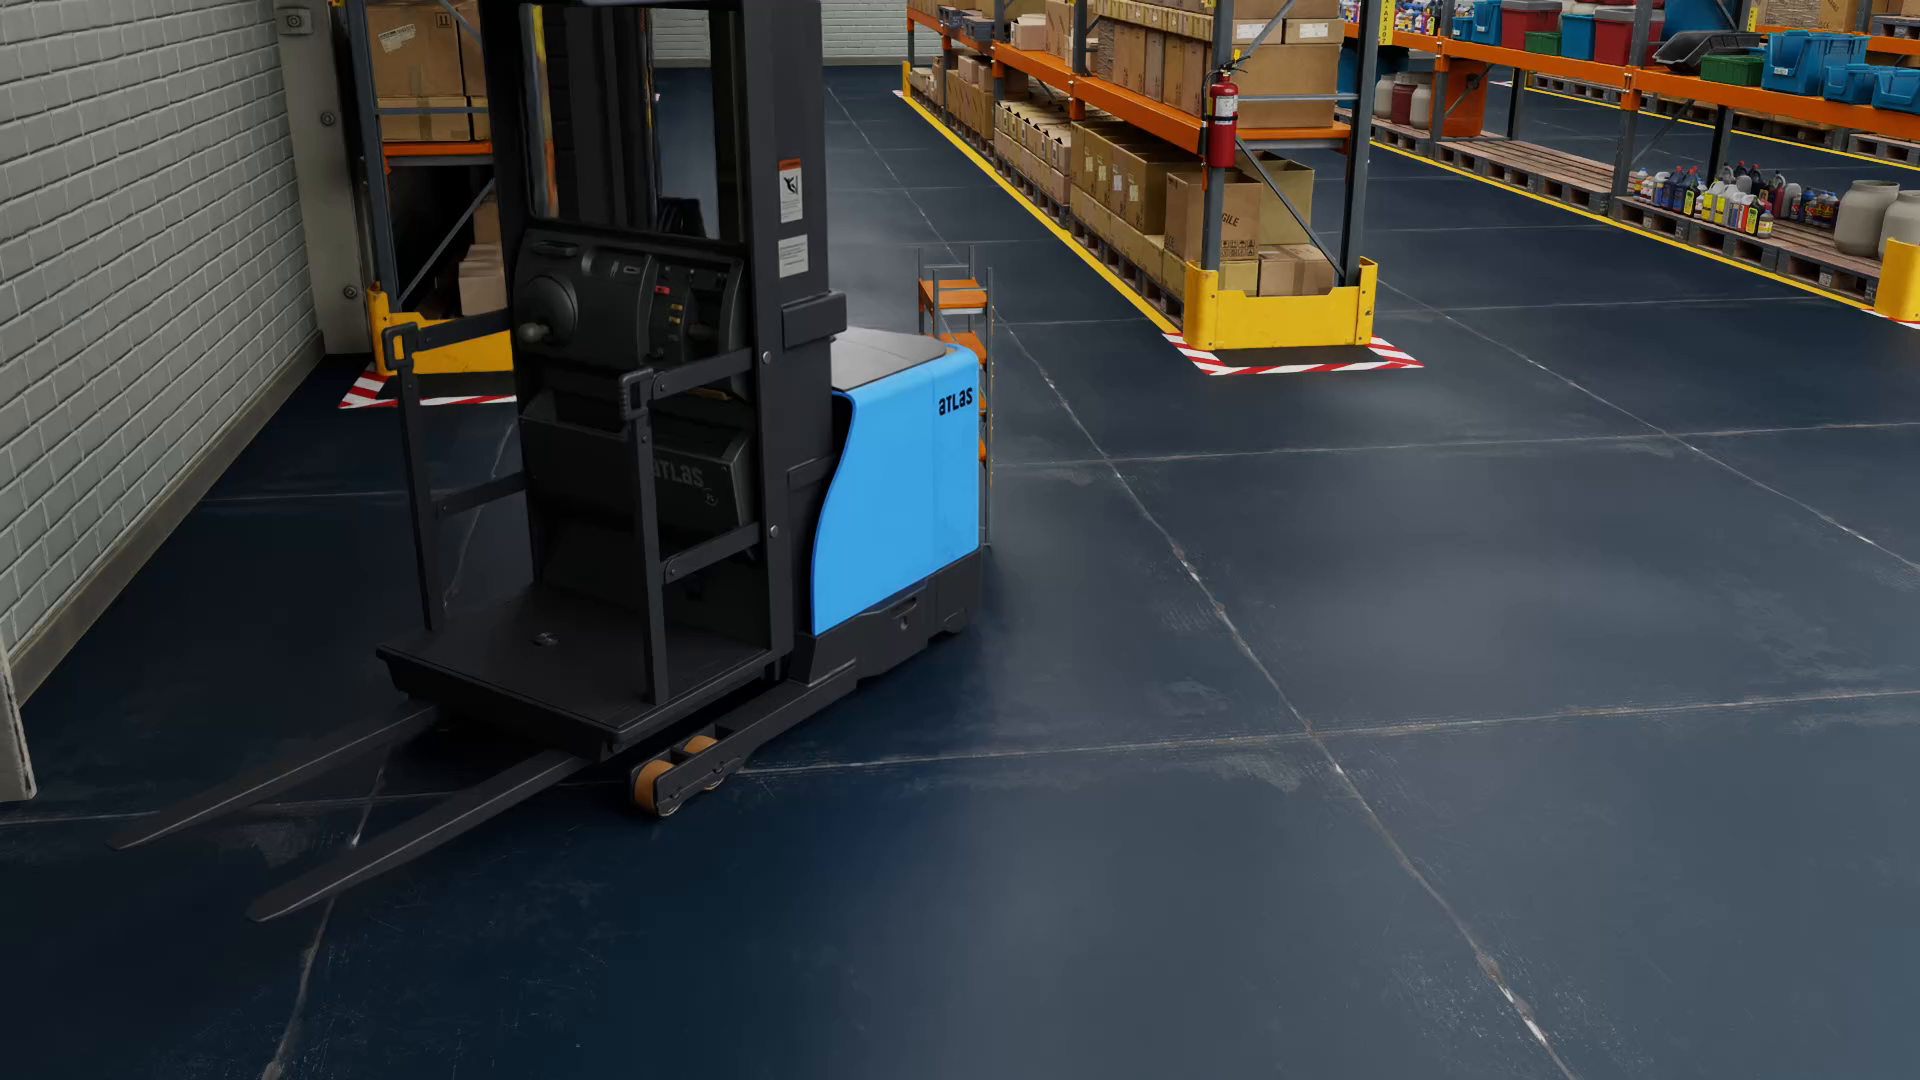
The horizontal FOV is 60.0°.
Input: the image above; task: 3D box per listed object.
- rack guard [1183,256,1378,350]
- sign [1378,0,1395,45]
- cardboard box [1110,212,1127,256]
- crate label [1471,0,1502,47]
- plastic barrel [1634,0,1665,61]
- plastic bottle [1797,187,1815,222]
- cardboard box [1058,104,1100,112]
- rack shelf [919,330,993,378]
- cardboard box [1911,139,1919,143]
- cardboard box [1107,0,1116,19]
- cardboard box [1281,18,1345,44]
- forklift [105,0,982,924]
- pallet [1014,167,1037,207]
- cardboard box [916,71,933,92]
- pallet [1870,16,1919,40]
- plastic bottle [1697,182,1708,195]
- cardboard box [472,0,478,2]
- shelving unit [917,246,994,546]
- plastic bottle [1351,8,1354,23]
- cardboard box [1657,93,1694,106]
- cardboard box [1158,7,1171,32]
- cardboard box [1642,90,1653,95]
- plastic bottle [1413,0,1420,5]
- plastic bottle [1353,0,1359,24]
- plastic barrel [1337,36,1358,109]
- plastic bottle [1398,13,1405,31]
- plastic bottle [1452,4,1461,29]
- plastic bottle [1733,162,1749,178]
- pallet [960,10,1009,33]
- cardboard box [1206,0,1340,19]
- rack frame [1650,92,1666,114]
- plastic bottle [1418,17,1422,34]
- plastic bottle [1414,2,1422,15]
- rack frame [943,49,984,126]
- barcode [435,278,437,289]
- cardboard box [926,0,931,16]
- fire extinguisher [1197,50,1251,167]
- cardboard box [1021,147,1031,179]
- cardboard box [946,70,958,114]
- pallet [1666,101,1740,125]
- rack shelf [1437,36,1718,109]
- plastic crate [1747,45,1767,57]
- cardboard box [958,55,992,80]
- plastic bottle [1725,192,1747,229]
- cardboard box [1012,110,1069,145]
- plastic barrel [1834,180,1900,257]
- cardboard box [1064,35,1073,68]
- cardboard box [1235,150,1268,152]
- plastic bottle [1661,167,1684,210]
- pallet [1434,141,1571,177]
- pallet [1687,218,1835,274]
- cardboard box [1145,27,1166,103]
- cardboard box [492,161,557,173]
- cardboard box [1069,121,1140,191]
[{"bbox_3d":[2.021,-1.505,10.532,1.175,0.500,0.348,-3,21,-8],"label":"rack guard"},{"bbox_3d":[2.567,-3.153,10.021,0.100,0.325,0.005,-3,21,-8],"label":"sign"},{"bbox_3d":[1.419,-2.283,12.371,0.500,0.250,0.500,-3,21,-8],"label":"cardboard box"},{"bbox_3d":[5.642,-5.362,17.235,0.502,0.435,0.616,-3,21,-8],"label":"crate label"},{"bbox_3d":[6.422,-4.724,15.383,0.433,0.535,0.433,0,20,0],"label":"plastic barrel"},{"bbox_3d":[6.873,-2.728,13.504,0.097,0.271,0.097,0,20,0],"label":"plastic bottle"},{"bbox_3d":[1.264,-4.277,16.909,0.500,0.311,0.500,-3,21,-9],"label":"cardboard box"},{"bbox_3d":[-0.024,-0.766,7.105,0.258,0.148,0.480,-3,21,-8],"label":"rack shelf"},{"bbox_3d":[10.876,-4.566,18.097,0.700,0.500,0.500,-5,21,-12],"label":"cardboard box"},{"bbox_3d":[1.363,-4.141,12.947,0.380,0.149,0.250,-3,21,-9],"label":"cardboard box"},{"bbox_3d":[2.174,-3.182,10.379,0.380,0.149,0.250,-3,21,-8],"label":"cardboard box"},{"bbox_3d":[-1.154,-0.733,4.988,1.130,2.935,3.031,13,24,31],"label":"forklift"},{"bbox_3d":[1.116,-3.440,16.124,1.003,0.211,1.213,-3,21,-8],"label":"pallet"},{"bbox_3d":[-0.348,-6.594,23.884,0.500,0.250,0.500,-3,21,-8],"label":"cardboard box"},{"bbox_3d":[10.875,-5.622,18.254,1.213,0.211,1.003,-3,21,-8],"label":"pallet"},{"bbox_3d":[6.134,-2.831,13.780,0.097,0.271,0.097,0,20,0],"label":"plastic bottle"},{"bbox_3d":[-2.717,-3.076,10.279,0.500,0.500,0.500,-3,21,-8],"label":"cardboard box"},{"bbox_3d":[-0.024,-0.619,7.160,0.258,1.200,0.503,-3,21,-8],"label":"shelving unit"},{"bbox_3d":[4.950,-6.580,20.830,0.097,0.201,0.097,0,20,0],"label":"plastic bottle"},{"bbox_3d":[10.203,-6.319,22.283,1.225,0.875,0.875,-3,21,-8],"label":"cardboard box"},{"bbox_3d":[1.585,-3.606,11.514,0.380,0.149,0.250,-2,21,-6],"label":"cardboard box"},{"bbox_3d":[10.075,-6.772,23.496,0.875,0.875,0.875,-3,21,-8],"label":"cardboard box"},{"bbox_3d":[5.691,-6.609,20.800,0.152,0.276,0.135,-3,21,-8],"label":"plastic bottle"},{"bbox_3d":[4.948,-6.577,20.706,0.061,0.283,0.133,-3,21,-8],"label":"plastic bottle"},{"bbox_3d":[5.251,-6.112,21.693,0.600,0.901,0.708,-3,21,-8],"label":"plastic barrel"},{"bbox_3d":[5.170,-6.051,19.415,0.097,0.201,0.097,0,20,0],"label":"plastic bottle"},{"bbox_3d":[5.902,-6.217,19.741,0.061,0.283,0.133,-3,21,-8],"label":"plastic bottle"},{"bbox_3d":[6.721,-3.075,14.319,0.144,0.351,0.185,-3,21,-9],"label":"plastic bottle"},{"bbox_3d":[0.579,-6.038,19.369,1.003,0.211,1.213,-3,21,-8],"label":"pallet"},{"bbox_3d":[1.955,-3.520,10.356,0.700,0.500,0.500,-3,21,-8],"label":"cardboard box"},{"bbox_3d":[10.091,-7.338,22.575,1.000,3.000,0.127,-3,21,-8],"label":"rack frame"},{"bbox_3d":[5.254,-5.849,18.874,0.097,0.201,0.097,0,20,0],"label":"plastic bottle"},{"bbox_3d":[5.624,-6.467,20.427,0.097,0.271,0.097,0,20,0],"label":"plastic bottle"},{"bbox_3d":[0.287,-6.839,21.241,1.000,3.000,0.127,-3,21,-8],"label":"rack frame"},{"bbox_3d":[-3.293,-1.614,10.453,0.001,0.075,0.075,-3,21,-8],"label":"barcode"},{"bbox_3d":[-0.191,-7.403,22.606,0.500,0.500,0.500,-2,21,-7],"label":"cardboard box"},{"bbox_3d":[1.574,-2.584,9.958,0.296,0.674,0.183,-3,21,-8],"label":"fire extinguisher"},{"bbox_3d":[0.877,-3.636,15.993,0.500,0.250,0.500,-2,21,-7],"label":"cardboard box"},{"bbox_3d":[0.116,-5.695,21.120,0.500,0.500,0.500,-4,21,-10],"label":"cardboard box"},{"bbox_3d":[10.276,-5.768,22.358,1.003,0.211,1.213,-3,21,-8],"label":"pallet"},{"bbox_3d":[6.054,-4.674,16.470,1.077,0.370,4.000,-3,21,-8],"label":"rack shelf"},{"bbox_3d":[6.771,-3.879,13.527,0.499,0.251,0.616,-3,21,-8],"label":"plastic crate"},{"bbox_3d":[0.260,-5.700,20.062,0.500,0.250,0.500,-3,21,-8],"label":"cardboard box"},{"bbox_3d":[6.191,-2.614,13.191,0.152,0.276,0.135,-3,21,-9],"label":"plastic bottle"},{"bbox_3d":[0.804,-4.071,16.358,0.500,0.311,0.500,-3,21,-9],"label":"cardboard box"},{"bbox_3d":[6.676,-2.362,12.208,0.421,0.512,0.421,0,20,0],"label":"plastic barrel"},{"bbox_3d":[1.132,-4.302,14.639,0.396,0.266,0.258,-3,21,-9],"label":"cardboard box"},{"bbox_3d":[1.946,-2.661,12.311,0.500,0.500,0.500,-3,21,-8],"label":"cardboard box"},{"bbox_3d":[6.048,-2.983,14.072,0.144,0.351,0.185,-2,21,-6],"label":"plastic bottle"},{"bbox_3d":[5.839,-4.126,17.963,1.003,0.211,1.213,-3,21,-8],"label":"pallet"},{"bbox_3d":[6.577,-2.354,13.217,1.003,0.211,1.213,-3,21,-8],"label":"pallet"},{"bbox_3d":[1.737,-3.430,11.969,0.700,0.500,0.500,-2,21,-6],"label":"cardboard box"},{"bbox_3d":[-3.584,-3.107,14.193,0.700,0.500,0.500,-2,21,-6],"label":"cardboard box"},{"bbox_3d":[1.197,-3.153,13.629,0.500,0.500,0.500,-3,21,-8],"label":"cardboard box"}]
